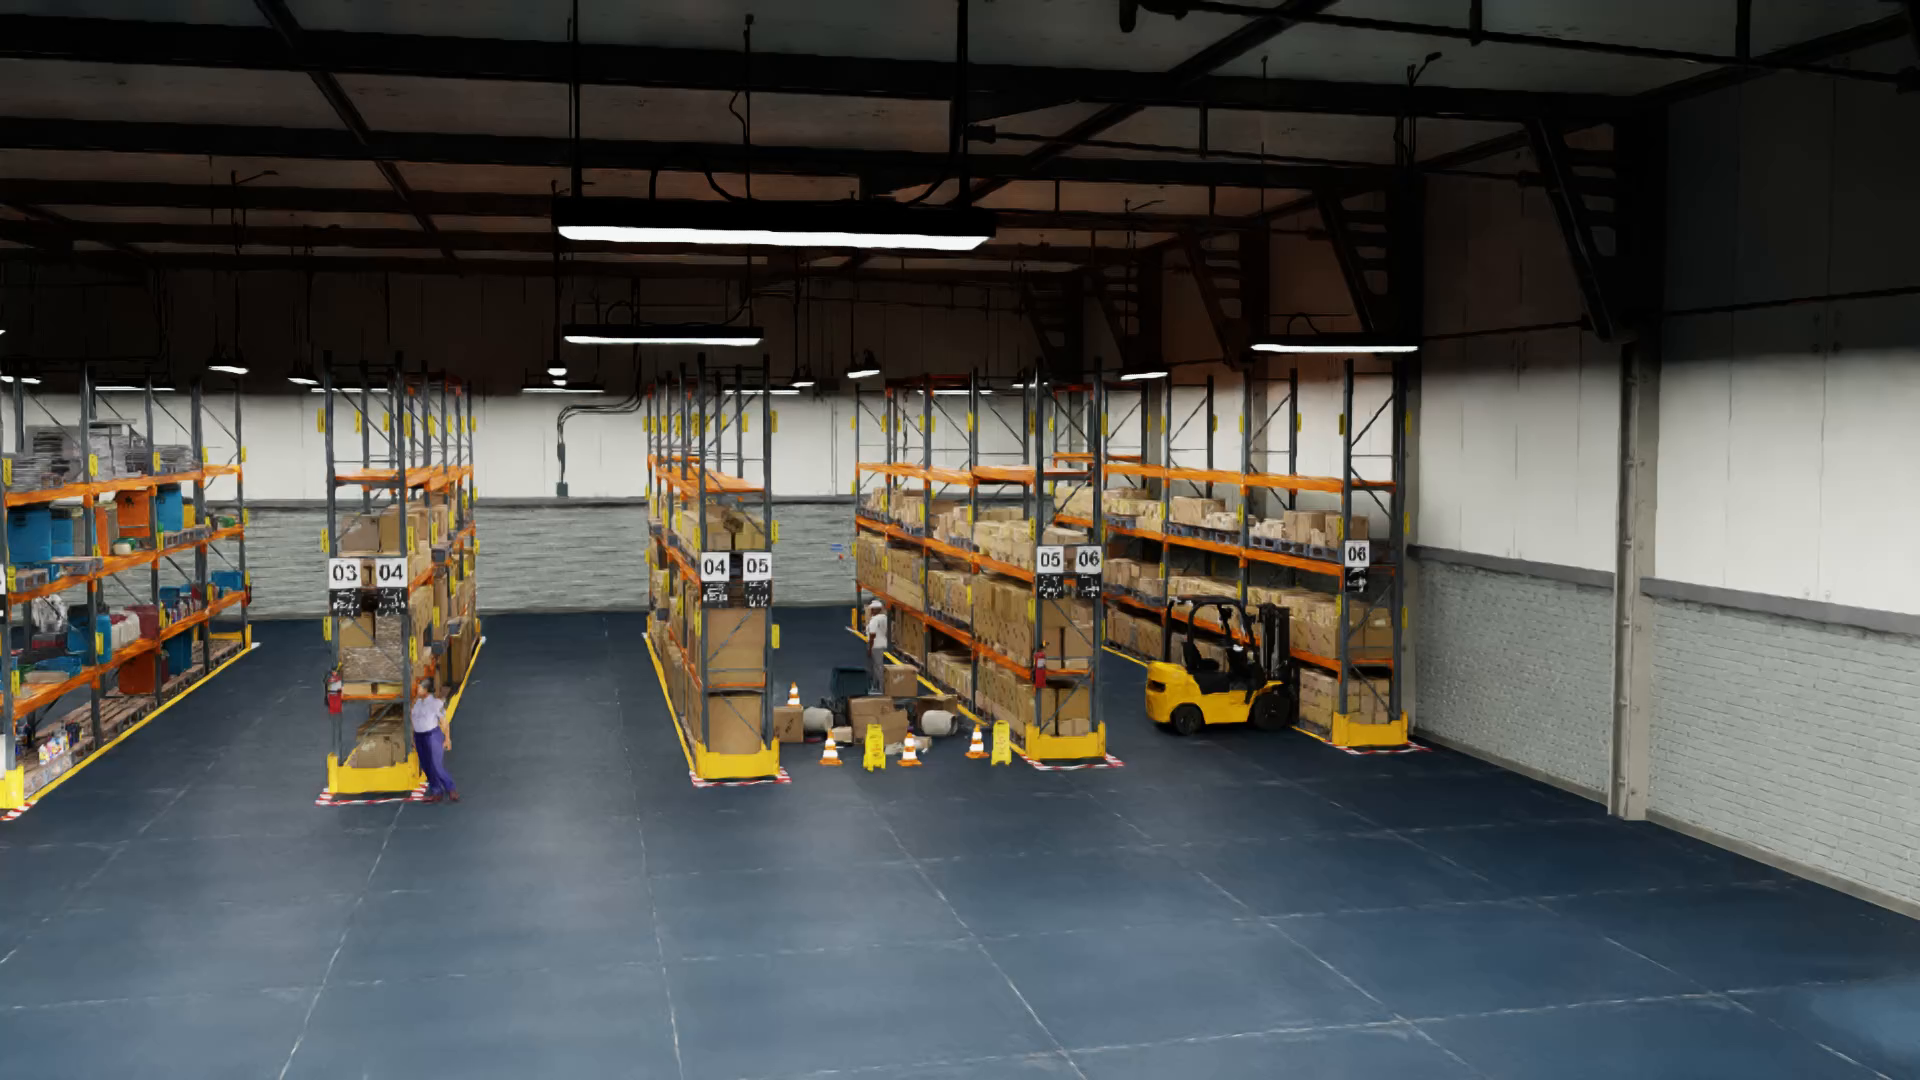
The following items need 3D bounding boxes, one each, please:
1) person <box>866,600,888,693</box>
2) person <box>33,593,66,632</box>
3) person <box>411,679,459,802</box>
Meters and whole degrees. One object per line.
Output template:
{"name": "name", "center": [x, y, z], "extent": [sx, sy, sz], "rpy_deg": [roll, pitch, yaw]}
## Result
{"name": "person", "center": [-1.566, 1.977, 30.624], "extent": [0.581, 1.763, 0.670], "rpy_deg": [1, 4, 13]}
{"name": "person", "center": [-19.427, 1.727, 35.475], "extent": [0.639, 1.632, 0.511], "rpy_deg": [-1, 4, -16]}
{"name": "person", "center": [-6.963, 2.654, 22.032], "extent": [0.628, 1.636, 0.438], "rpy_deg": [2, 5, 31]}
